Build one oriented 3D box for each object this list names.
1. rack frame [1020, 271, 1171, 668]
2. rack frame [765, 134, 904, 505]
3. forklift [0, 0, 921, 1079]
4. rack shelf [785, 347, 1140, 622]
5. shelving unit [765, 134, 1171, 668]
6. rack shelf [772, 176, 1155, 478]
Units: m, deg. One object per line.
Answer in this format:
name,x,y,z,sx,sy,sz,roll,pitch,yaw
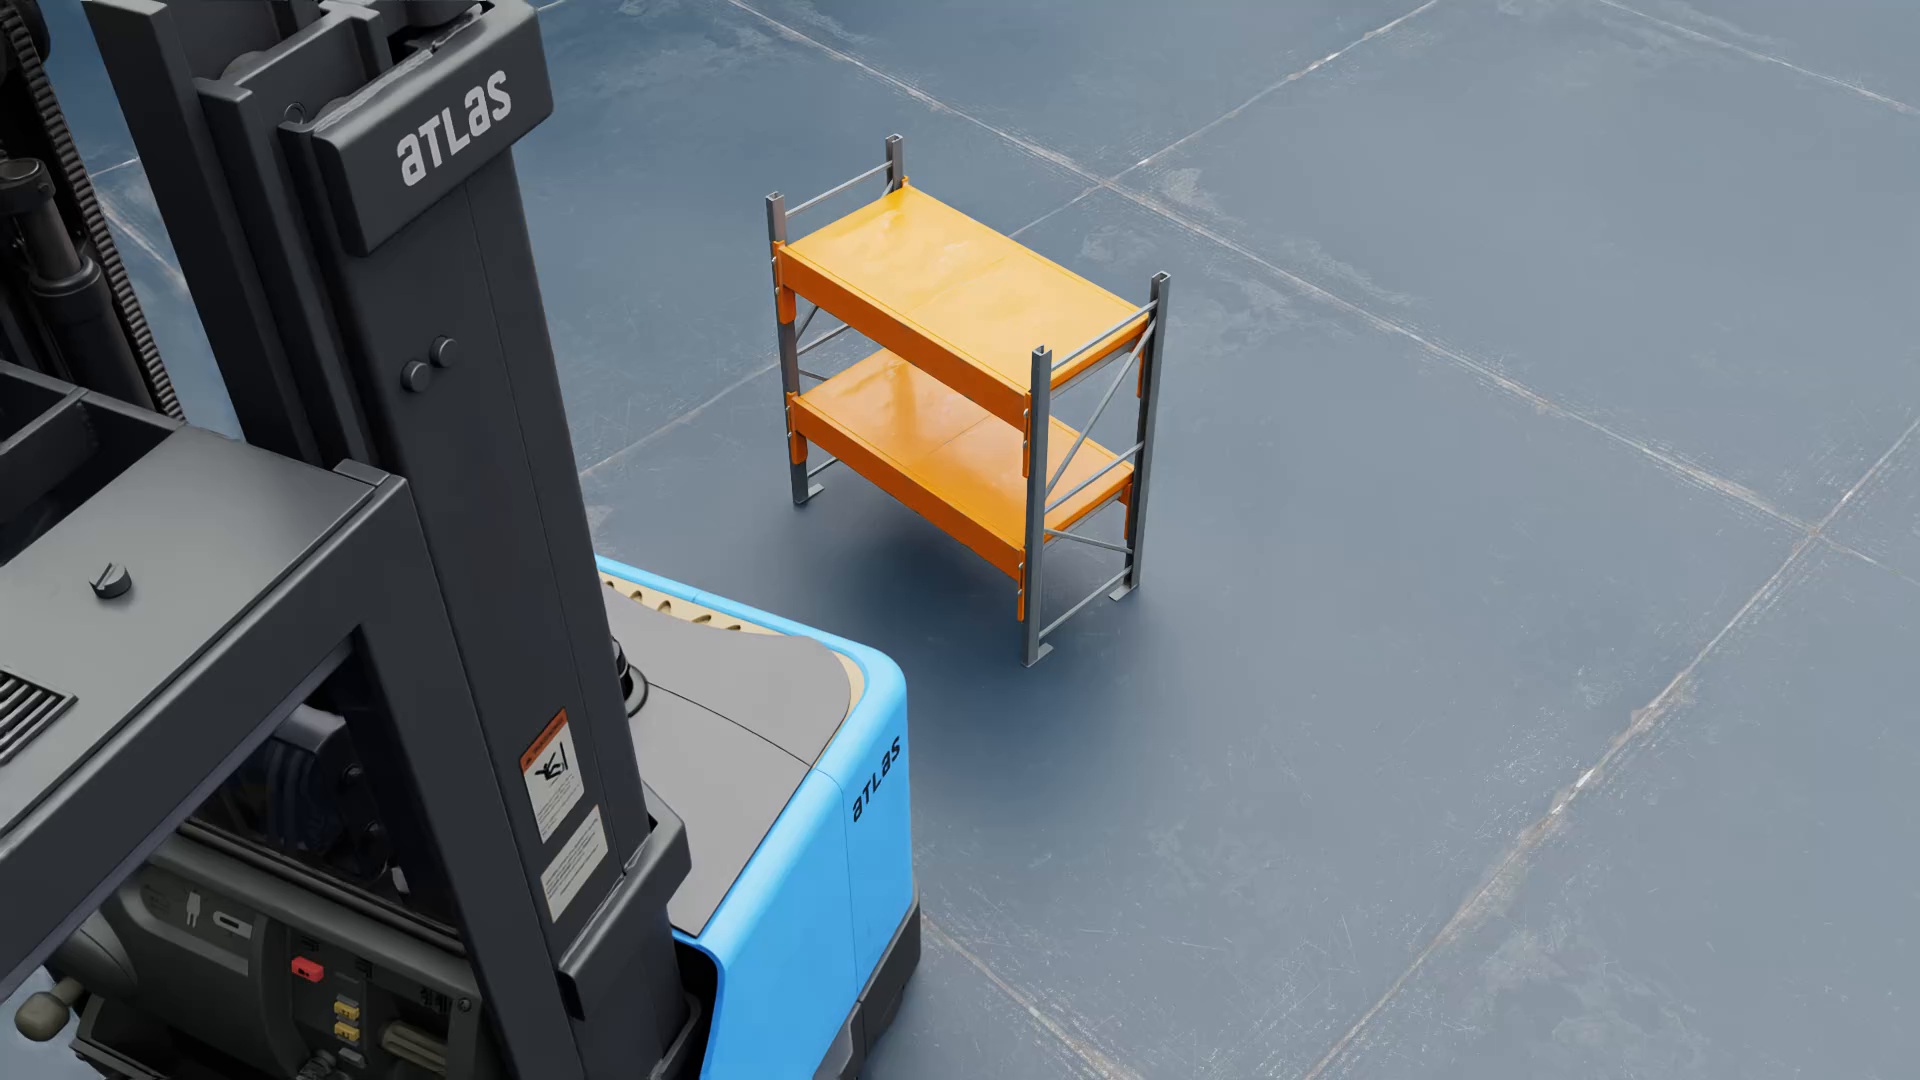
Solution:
rack frame,0.364,-0.166,4.600,0.500,1.125,0.032,-34,53,-31
rack frame,-0.354,-0.654,5.129,0.500,1.125,0.032,-34,53,-31
forklift,-1.168,0.729,2.301,1.130,2.935,3.031,17,45,18
rack shelf,0.005,-0.230,5.031,0.538,0.278,1.000,-34,53,-31
shelving unit,0.005,-0.410,4.865,0.538,1.125,1.048,-34,53,-31
rack shelf,0.005,-0.625,4.666,0.538,0.278,1.000,-34,53,-31
